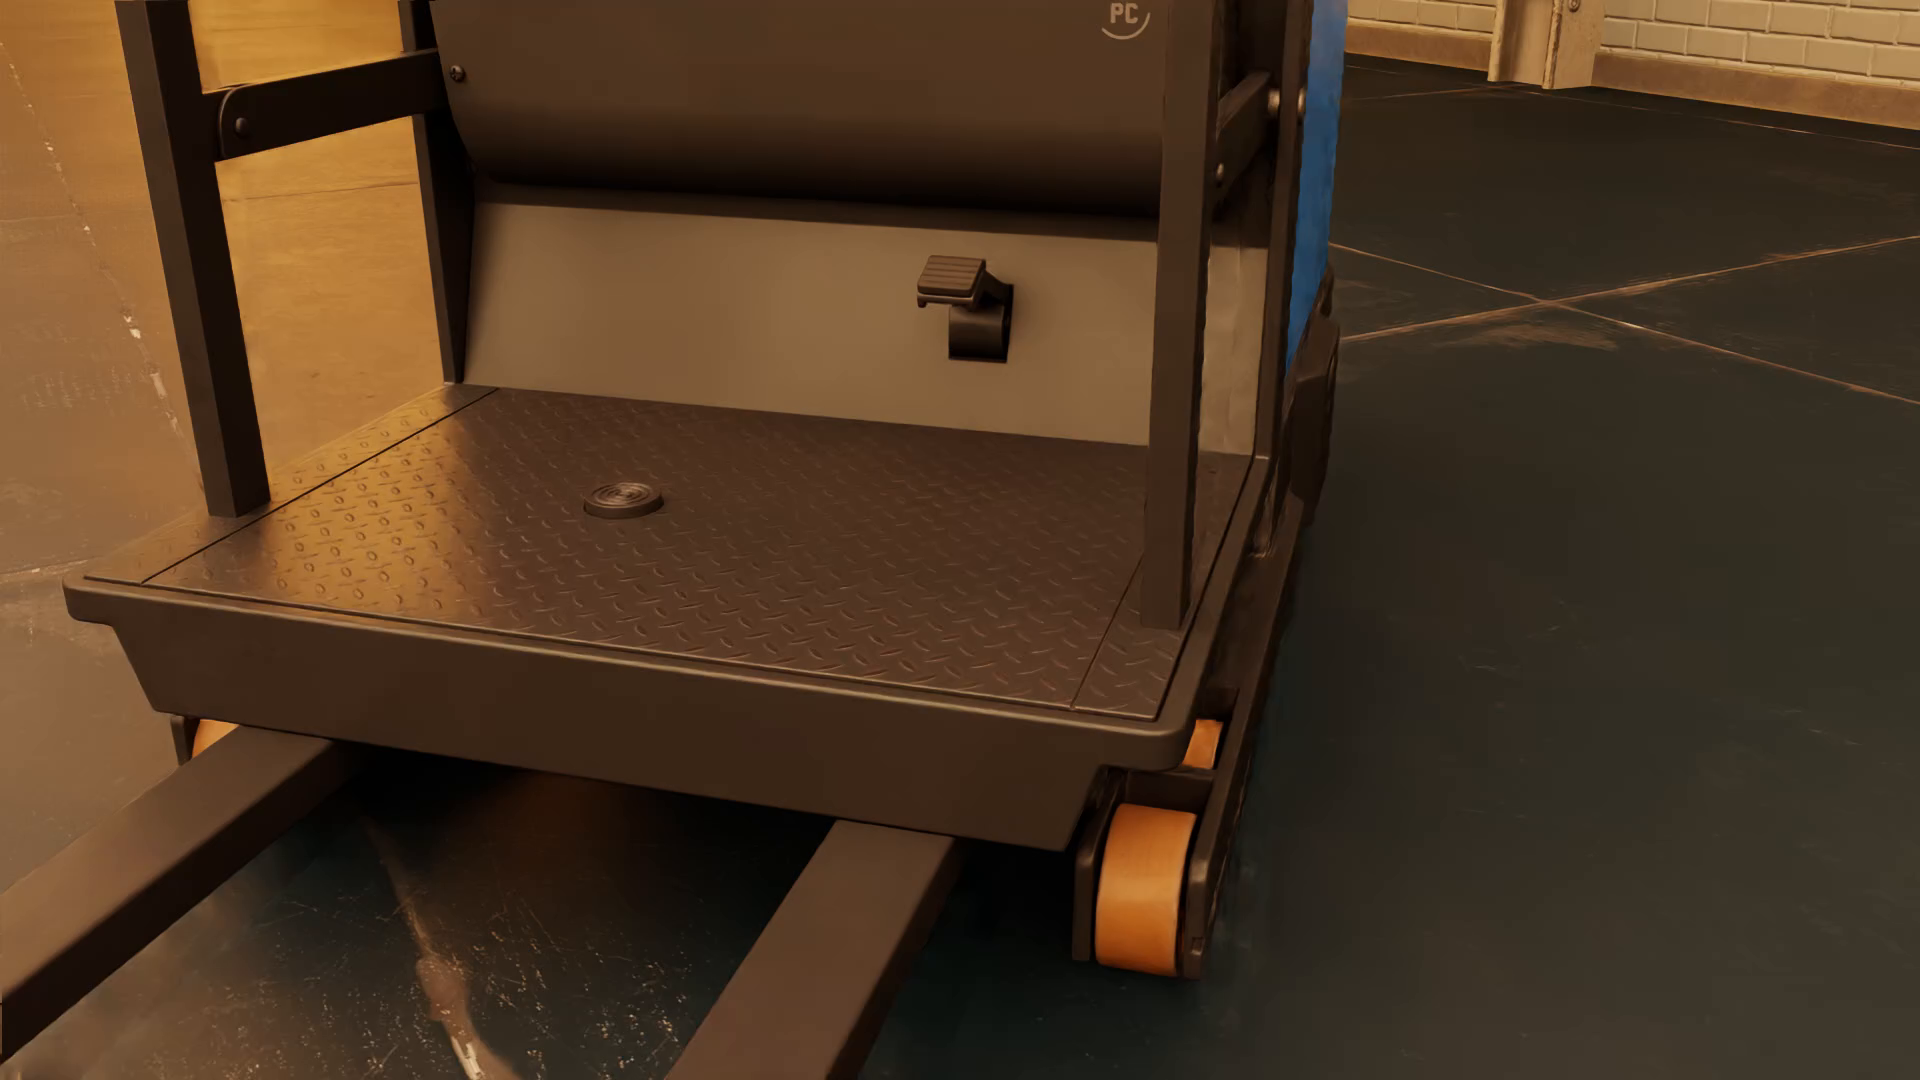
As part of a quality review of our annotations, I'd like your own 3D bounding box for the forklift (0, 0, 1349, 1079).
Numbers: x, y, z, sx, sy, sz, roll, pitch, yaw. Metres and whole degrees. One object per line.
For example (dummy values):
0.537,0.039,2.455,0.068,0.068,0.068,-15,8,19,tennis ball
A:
-0.217,-1.100,1.455,1.130,2.935,3.031,6,23,15,forklift
